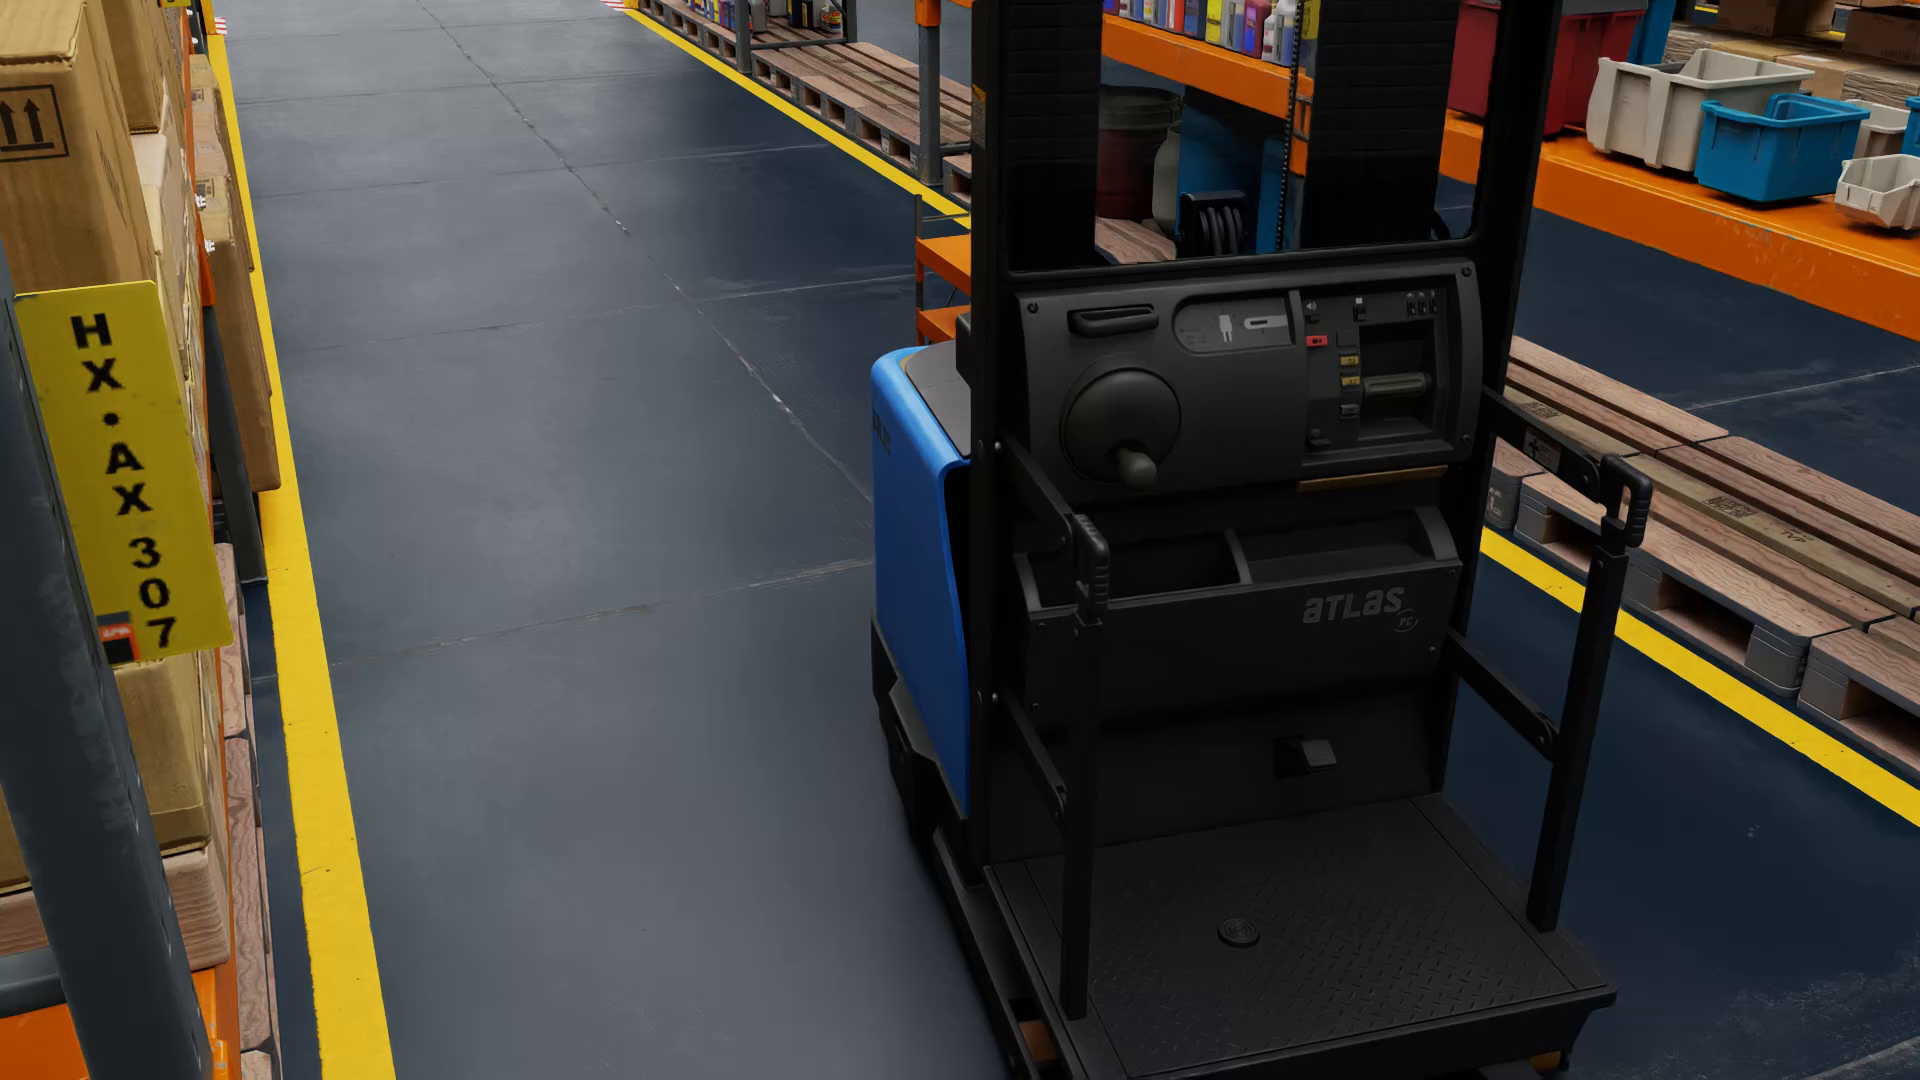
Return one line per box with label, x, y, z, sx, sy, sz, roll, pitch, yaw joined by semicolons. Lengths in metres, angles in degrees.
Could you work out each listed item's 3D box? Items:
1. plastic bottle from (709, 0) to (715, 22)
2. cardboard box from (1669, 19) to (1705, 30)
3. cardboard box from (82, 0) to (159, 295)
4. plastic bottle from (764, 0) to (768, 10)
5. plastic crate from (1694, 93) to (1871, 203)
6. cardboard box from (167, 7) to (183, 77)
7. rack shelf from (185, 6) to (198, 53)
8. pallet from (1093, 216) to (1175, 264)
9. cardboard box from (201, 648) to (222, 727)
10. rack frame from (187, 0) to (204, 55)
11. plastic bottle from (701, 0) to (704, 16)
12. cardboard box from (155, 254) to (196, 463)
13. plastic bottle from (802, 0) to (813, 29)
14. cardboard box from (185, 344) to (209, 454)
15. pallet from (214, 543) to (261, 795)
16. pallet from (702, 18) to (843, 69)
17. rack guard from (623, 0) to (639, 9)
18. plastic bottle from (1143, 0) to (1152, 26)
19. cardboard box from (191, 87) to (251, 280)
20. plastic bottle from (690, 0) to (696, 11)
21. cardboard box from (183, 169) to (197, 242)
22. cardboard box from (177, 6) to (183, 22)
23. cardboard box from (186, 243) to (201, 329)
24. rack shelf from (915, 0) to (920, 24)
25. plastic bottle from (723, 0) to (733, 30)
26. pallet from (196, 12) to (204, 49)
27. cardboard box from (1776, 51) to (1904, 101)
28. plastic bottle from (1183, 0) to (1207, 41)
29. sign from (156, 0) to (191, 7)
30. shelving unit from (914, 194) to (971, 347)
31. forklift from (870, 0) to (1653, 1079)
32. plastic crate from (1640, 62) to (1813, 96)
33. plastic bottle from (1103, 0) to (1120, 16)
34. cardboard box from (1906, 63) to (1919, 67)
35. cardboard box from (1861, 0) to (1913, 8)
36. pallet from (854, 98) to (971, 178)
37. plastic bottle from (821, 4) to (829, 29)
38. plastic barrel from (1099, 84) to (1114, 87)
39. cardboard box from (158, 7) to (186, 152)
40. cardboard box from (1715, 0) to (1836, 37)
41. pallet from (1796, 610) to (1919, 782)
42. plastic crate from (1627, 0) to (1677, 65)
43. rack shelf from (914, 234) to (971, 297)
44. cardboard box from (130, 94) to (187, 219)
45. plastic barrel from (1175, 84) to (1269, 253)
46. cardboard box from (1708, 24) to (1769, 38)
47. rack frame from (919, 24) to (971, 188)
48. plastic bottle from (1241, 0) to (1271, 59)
plastic bottle;-2.109;-4.684;14.528;0.152;0.276;0.135;-10;28;-20
cardboard box;4.711;-3.302;11.442;0.500;0.500;0.500;-9;28;-18
cardboard box;-1.532;-0.584;2.504;0.500;0.500;0.500;-11;28;-22
plastic bottle;-1.753;-4.924;15.103;0.097;0.201;0.097;0;26;0
plastic crate;2.329;-1.118;4.744;0.416;0.233;0.300;-11;28;-21
cardboard box;-3.305;-2.032;6.378;0.500;0.500;0.500;-10;28;-20
rack shelf;-5.104;-3.244;9.796;1.077;0.370;4.000;-11;28;-21
pallet;1.058;-1.555;8.695;1.003;0.211;1.213;-11;28;-21
cardboard box;-1.226;0.176;2.258;0.380;0.149;0.250;-11;28;-22
rack frame;-5.887;-4.375;11.292;1.000;3.000;0.127;-11;28;-21
plastic bottle;-2.261;-4.777;14.803;0.097;0.201;0.097;0;26;0
cardboard box;-1.530;-0.249;2.673;0.500;0.250;0.500;-12;28;-22
plastic bottle;-1.301;-4.514;14.172;0.061;0.283;0.133;-11;28;-21
cardboard box;-1.627;-0.238;3.106;0.380;0.149;0.250;-11;28;-22
pallet;-2.528;0.428;4.633;1.003;0.211;1.213;-11;28;-21
pallet;-1.554;-4.251;14.217;1.003;0.211;1.213;-11;28;-21
rack guard;-2.823;-5.695;16.844;1.175;0.500;0.348;-11;28;-21
plastic bottle;0.888;-2.458;7.592;0.097;0.201;0.097;0;26;0
cardboard box;-3.728;-1.351;7.041;1.225;0.875;0.875;-10;28;-20
plastic bottle;-2.401;-4.938;15.039;0.061;0.283;0.133;-10;28;-20
cardboard box;-2.232;-0.862;4.382;0.380;0.149;0.250;-10;28;-20
cardboard box;-3.899;-2.648;7.642;0.500;0.500;0.500;-10;28;-19
cardboard box;-1.930;-0.550;3.745;0.380;0.149;0.250;-10;28;-20
rack shelf;-0.547;-4.095;11.539;1.077;0.370;4.000;-11;28;-21
plastic bottle;-1.922;-4.521;14.109;0.144;0.351;0.185;-12;29;-23
pallet;-7.138;-4.372;14.464;1.003;0.211;1.213;-11;28;-21
cardboard box;5.322;-2.679;10.165;0.500;0.500;0.500;-12;28;-22
plastic bottle;1.070;-2.364;7.229;0.144;0.351;0.185;-11;28;-21
sign;-2.244;-1.666;4.666;0.100;0.325;0.005;-11;28;-21
shelving unit;0.065;-0.472;5.350;0.258;1.200;0.503;-11;28;-21
forklift;0.621;-0.278;2.979;1.130;2.935;3.031;-7;27;-13
plastic crate;2.489;-1.494;5.636;0.437;0.125;0.590;-11;28;-21
plastic bottle;0.735;-2.632;7.855;0.061;0.283;0.133;-11;28;-21
cardboard box;5.989;-2.574;9.951;0.500;0.500;0.500;-10;28;-20
cardboard box;8.707;-5.093;15.110;0.700;0.500;0.500;-11;28;-21
pallet;-0.031;-2.678;10.993;1.003;0.211;1.213;-11;28;-21
plastic bottle;-1.131;-4.452;14.138;0.097;0.201;0.097;0;26;0
plastic barrel;0.747;-2.275;9.347;0.421;0.512;0.421;0;26;0
cardboard box;-2.704;-1.419;5.123;0.500;0.500;0.500;-10;28;-20
cardboard box;5.404;-3.513;11.019;0.500;0.250;0.500;-9;28;-19
pallet;3.082;0.532;4.420;1.003;0.211;1.213;-11;28;-21
plastic crate;2.300;-1.886;6.144;0.392;0.384;0.575;-11;28;-21
rack shelf;0.065;-0.825;5.177;0.258;0.148;0.480;-11;28;-21
cardboard box;-2.135;-0.870;3.945;0.500;0.250;0.500;-10;28;-19
plastic barrel;1.328;-1.751;7.830;0.600;0.901;0.708;-11;28;-21
cardboard box;5.378;-3.198;11.229;0.500;0.500;0.500;-9;28;-19
rack frame;0.237;-3.611;9.727;1.000;3.000;0.127;-11;28;-21
plastic bottle;1.219;-2.133;6.833;0.061;0.283;0.133;-11;28;-21
